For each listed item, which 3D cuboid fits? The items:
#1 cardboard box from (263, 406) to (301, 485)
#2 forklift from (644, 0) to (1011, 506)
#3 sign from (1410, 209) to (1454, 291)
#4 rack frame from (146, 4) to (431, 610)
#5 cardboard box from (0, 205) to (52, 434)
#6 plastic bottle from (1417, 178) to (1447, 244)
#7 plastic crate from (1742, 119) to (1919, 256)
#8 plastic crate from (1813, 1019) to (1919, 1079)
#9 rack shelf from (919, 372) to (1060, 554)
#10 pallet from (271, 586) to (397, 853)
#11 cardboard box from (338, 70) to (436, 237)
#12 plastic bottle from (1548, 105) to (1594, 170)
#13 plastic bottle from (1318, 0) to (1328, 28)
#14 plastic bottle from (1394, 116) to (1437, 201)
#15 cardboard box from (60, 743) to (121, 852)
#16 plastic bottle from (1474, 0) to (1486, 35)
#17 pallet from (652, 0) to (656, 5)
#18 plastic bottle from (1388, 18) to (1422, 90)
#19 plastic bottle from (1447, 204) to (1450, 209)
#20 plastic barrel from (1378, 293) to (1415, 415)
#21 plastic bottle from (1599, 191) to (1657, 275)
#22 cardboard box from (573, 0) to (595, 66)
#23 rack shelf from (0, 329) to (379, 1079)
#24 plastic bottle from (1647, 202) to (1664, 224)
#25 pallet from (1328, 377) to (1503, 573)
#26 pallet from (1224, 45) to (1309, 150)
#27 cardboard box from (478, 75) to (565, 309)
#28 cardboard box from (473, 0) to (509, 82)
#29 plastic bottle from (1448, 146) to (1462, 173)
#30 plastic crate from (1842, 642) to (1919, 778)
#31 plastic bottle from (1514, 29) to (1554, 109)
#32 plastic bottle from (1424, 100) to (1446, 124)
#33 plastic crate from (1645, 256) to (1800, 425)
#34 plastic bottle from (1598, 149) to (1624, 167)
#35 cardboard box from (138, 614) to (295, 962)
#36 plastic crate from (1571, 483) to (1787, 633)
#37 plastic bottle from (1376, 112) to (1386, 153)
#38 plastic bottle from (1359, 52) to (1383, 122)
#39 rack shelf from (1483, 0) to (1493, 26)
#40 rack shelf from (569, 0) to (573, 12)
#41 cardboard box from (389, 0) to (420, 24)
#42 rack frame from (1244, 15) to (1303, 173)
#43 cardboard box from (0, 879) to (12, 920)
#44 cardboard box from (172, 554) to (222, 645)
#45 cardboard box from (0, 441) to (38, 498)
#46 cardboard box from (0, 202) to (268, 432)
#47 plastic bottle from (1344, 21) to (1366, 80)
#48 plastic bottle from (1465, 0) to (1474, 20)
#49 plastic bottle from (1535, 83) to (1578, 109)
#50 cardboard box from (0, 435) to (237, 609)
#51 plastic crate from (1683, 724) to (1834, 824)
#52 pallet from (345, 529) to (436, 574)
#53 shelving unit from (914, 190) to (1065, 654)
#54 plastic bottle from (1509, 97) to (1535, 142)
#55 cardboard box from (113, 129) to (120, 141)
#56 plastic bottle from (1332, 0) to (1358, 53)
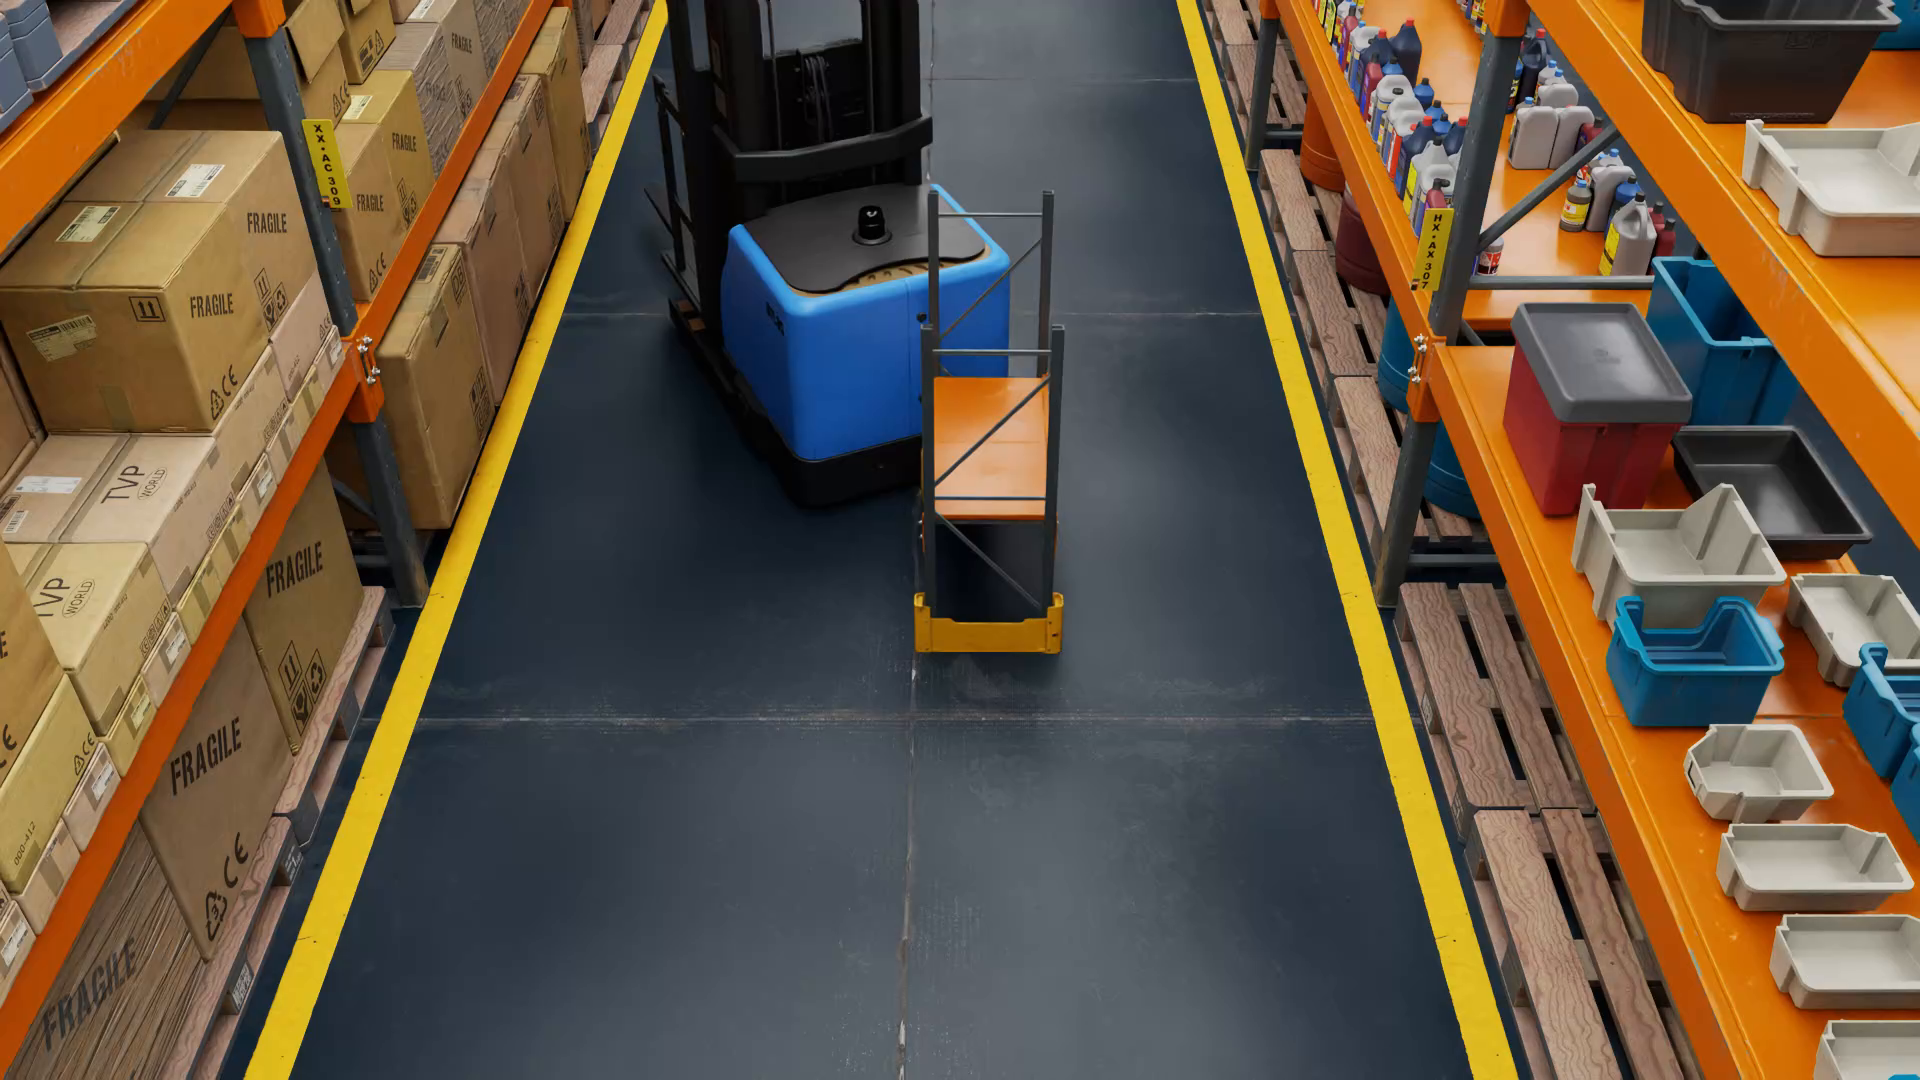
[{"bbox_3d":[-2.395,-0.308,5.437,0.380,0.149,0.250,-1,39,-1],"label":"cardboard box"},{"bbox_3d":[-0.845,-2.212,7.666,1.130,2.935,3.031,-16,41,-19],"label":"forklift"},{"bbox_3d":[1.679,-1.030,5.916,0.100,0.325,0.005,0,39,0],"label":"sign"},{"bbox_3d":[-2.724,-0.918,5.997,1.000,3.000,0.127,0,39,0],"label":"rack frame"},{"bbox_3d":[-2.986,-0.661,4.958,0.500,0.500,0.500,0,39,0],"label":"cardboard box"},{"bbox_3d":[1.859,-1.267,6.526,0.061,0.283,0.133,0,39,0],"label":"plastic bottle"},{"bbox_3d":[1.983,-0.780,3.637,0.437,0.136,0.530,0,39,0],"label":"plastic crate"},{"bbox_3d":[2.052,1.149,3.580,0.396,0.136,0.243,0,39,0],"label":"plastic crate"},{"bbox_3d":[0.117,-0.332,6.752,0.538,0.185,1.000,0,39,0],"label":"rack shelf"},{"bbox_3d":[-2.801,0.646,6.276,1.003,0.211,1.213,0,39,0],"label":"pallet"},{"bbox_3d":[-2.476,-1.559,6.717,0.500,0.500,0.500,0,39,0],"label":"cardboard box"},{"bbox_3d":[2.608,-1.742,7.124,0.152,0.276,0.135,0,39,0],"label":"plastic bottle"},{"bbox_3d":[1.857,-2.734,8.356,0.061,0.283,0.133,0,39,0],"label":"plastic bottle"},{"bbox_3d":[1.901,-1.593,6.878,0.144,0.351,0.185,0,39,0],"label":"plastic bottle"},{"bbox_3d":[-2.394,0.655,4.235,0.380,0.149,0.250,0,39,-1],"label":"cardboard box"},{"bbox_3d":[2.634,-2.660,8.274,0.097,0.271,0.097,0,39,0],"label":"plastic bottle"},{"bbox_3d":[-2.731,-4.346,12.504,1.003,0.211,1.213,0,39,0],"label":"pallet"},{"bbox_3d":[2.052,-2.250,7.699,0.144,0.351,0.185,0,39,0],"label":"plastic bottle"},{"bbox_3d":[1.939,-1.246,6.565,0.097,0.201,0.097,0,39,0],"label":"plastic bottle"},{"bbox_3d":[2.245,-1.050,7.503,0.600,0.901,0.708,0,39,0],"label":"plastic barrel"},{"bbox_3d":[2.553,-1.148,6.323,0.144,0.351,0.185,0,39,0],"label":"plastic bottle"},{"bbox_3d":[-2.763,-3.382,10.718,0.700,0.500,0.500,-3,39,-4],"label":"cardboard box"},{"bbox_3d":[-2.722,0.613,4.661,1.077,0.370,4.000,0,39,0],"label":"rack shelf"},{"bbox_3d":[2.655,-1.189,6.429,0.061,0.283,0.133,0,39,0],"label":"plastic bottle"},{"bbox_3d":[2.270,-0.316,7.476,1.003,0.211,1.213,0,39,0],"label":"pallet"},{"bbox_3d":[2.262,-2.819,10.599,1.003,0.211,1.213,0,39,0],"label":"pallet"},{"bbox_3d":[-2.755,-1.765,8.417,1.225,0.875,0.875,0,39,0],"label":"cardboard box"},{"bbox_3d":[-2.482,-2.514,7.908,0.500,0.500,0.500,-1,39,-2],"label":"cardboard box"},{"bbox_3d":[2.045,-1.477,6.734,0.144,0.351,0.185,0,39,0],"label":"plastic bottle"},{"bbox_3d":[2.561,0.456,4.368,0.416,0.233,0.300,0,39,0],"label":"plastic crate"},{"bbox_3d":[2.612,-2.138,7.558,0.144,0.351,0.185,0,39,0],"label":"plastic bottle"},{"bbox_3d":[2.029,-1.757,7.147,0.097,0.271,0.097,0,39,0],"label":"plastic bottle"},{"bbox_3d":[2.571,-0.647,5.624,0.392,0.384,0.575,0,39,0],"label":"plastic crate"},{"bbox_3d":[2.636,-1.463,6.779,0.097,0.271,0.097,0,39,0],"label":"plastic bottle"},{"bbox_3d":[-2.802,0.723,5.313,0.875,0.875,0.875,0,39,0],"label":"cardboard box"},{"bbox_3d":[2.047,0.056,4.828,0.437,0.282,0.530,0,39,0],"label":"plastic crate"},{"bbox_3d":[1.877,-1.791,7.245,0.097,0.201,0.097,0,39,0],"label":"plastic bottle"},{"bbox_3d":[1.858,-2.040,7.490,0.061,0.283,0.133,0,39,0],"label":"plastic bottle"},{"bbox_3d":[2.227,-3.062,6.849,1.077,0.370,4.000,0,39,0],"label":"rack shelf"},{"bbox_3d":[-2.731,-4.389,10.904,1.077,0.370,4.000,0,39,0],"label":"rack shelf"},{"bbox_3d":[-2.738,-2.566,7.171,0.797,0.503,0.637,1,39,1],"label":"cardboard box"},{"bbox_3d":[2.224,-3.423,9.123,1.000,3.000,0.127,0,39,0],"label":"rack frame"},{"bbox_3d":[-2.457,0.900,3.610,0.500,0.250,0.500,0,39,-1],"label":"cardboard box"},{"bbox_3d":[-2.394,0.174,4.835,0.380,0.149,0.250,-1,39,-1],"label":"cardboard box"},{"bbox_3d":[-2.983,-0.047,4.792,0.500,0.250,0.500,1,39,1],"label":"cardboard box"},{"bbox_3d":[-2.459,-0.668,4.967,0.500,0.500,0.500,0,39,0],"label":"cardboard box"},{"bbox_3d":[1.876,-2.307,7.833,0.097,0.271,0.097,0,39,0],"label":"plastic bottle"},{"bbox_3d":[2.634,-2.782,8.426,0.097,0.271,0.097,0,39,0],"label":"plastic bottle"},{"bbox_3d":[2.608,-1.887,7.305,0.152,0.276,0.135,0,39,0],"label":"plastic bottle"},{"bbox_3d":[-2.457,-0.057,4.804,0.500,0.250,0.500,1,39,1],"label":"cardboard box"},{"bbox_3d":[2.022,0.609,4.254,0.298,0.136,0.250,0,39,0],"label":"plastic crate"},{"bbox_3d":[-2.800,-0.312,7.471,1.003,0.211,1.213,0,39,0],"label":"pallet"},{"bbox_3d":[0.117,-0.466,6.633,0.587,1.500,1.083,0,39,0],"label":"shelving unit"},{"bbox_3d":[2.484,-1.846,7.314,0.097,0.201,0.097,0,39,0],"label":"plastic bottle"},{"bbox_3d":[-2.997,-1.249,6.330,0.500,0.500,0.500,0,39,0],"label":"cardboard box"},{"bbox_3d":[1.875,-2.512,8.089,0.097,0.271,0.097,0,39,0],"label":"plastic bottle"}]
